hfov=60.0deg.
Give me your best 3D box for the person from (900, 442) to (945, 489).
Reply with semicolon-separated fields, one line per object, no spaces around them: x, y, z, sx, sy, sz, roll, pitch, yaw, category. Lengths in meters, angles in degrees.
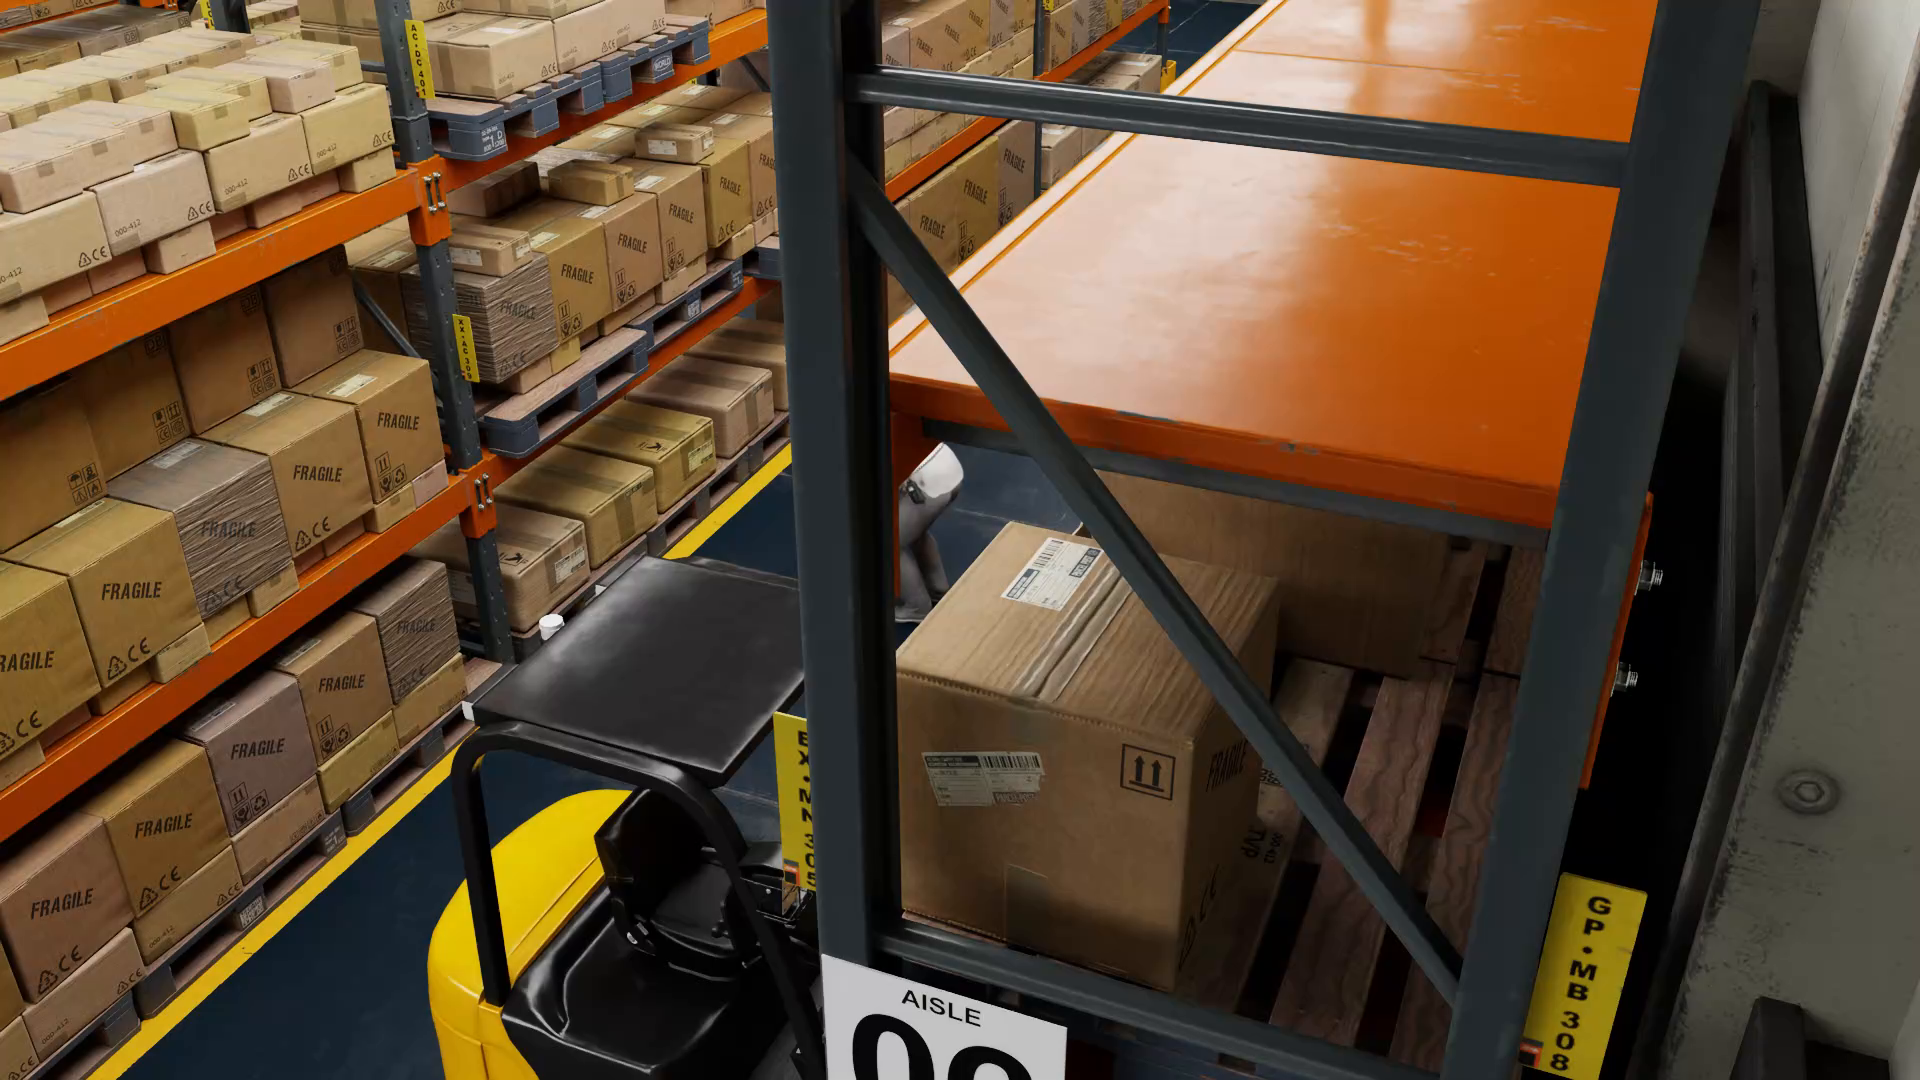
-0.488;-0.358;9.064;0.789;0.827;0.382;10;31;17;person
